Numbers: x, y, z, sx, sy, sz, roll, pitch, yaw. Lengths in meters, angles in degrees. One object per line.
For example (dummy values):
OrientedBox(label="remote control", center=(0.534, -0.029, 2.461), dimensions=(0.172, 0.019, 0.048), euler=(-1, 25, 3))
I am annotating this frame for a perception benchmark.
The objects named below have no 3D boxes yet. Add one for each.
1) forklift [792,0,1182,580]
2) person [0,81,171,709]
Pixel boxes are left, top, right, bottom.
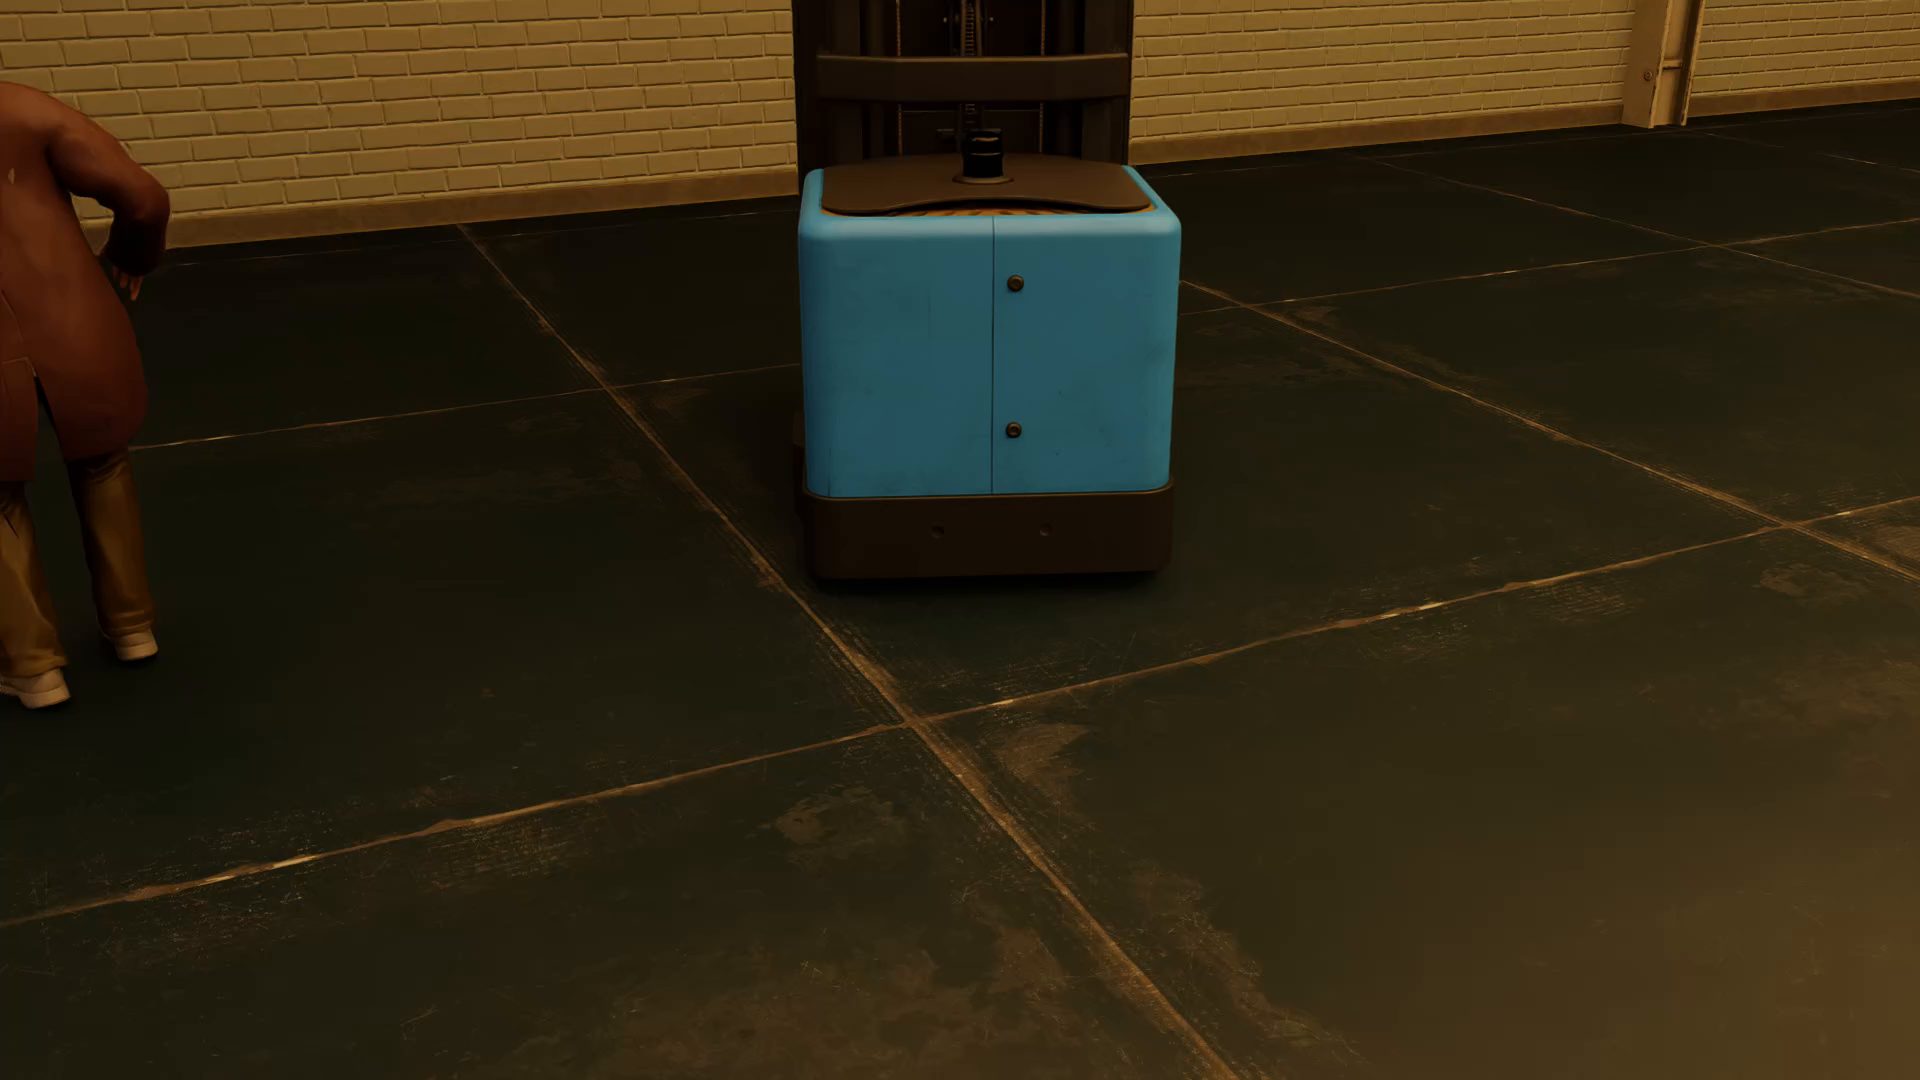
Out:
OrientedBox(label="forklift", center=(-0.007, -1.766, 5.537), dimensions=(1.130, 2.935, 3.031), euler=(-1, 23, -3))
OrientedBox(label="person", center=(-2.296, -0.456, 4.005), dimensions=(0.825, 1.728, 0.551), euler=(-11, 25, -24))
